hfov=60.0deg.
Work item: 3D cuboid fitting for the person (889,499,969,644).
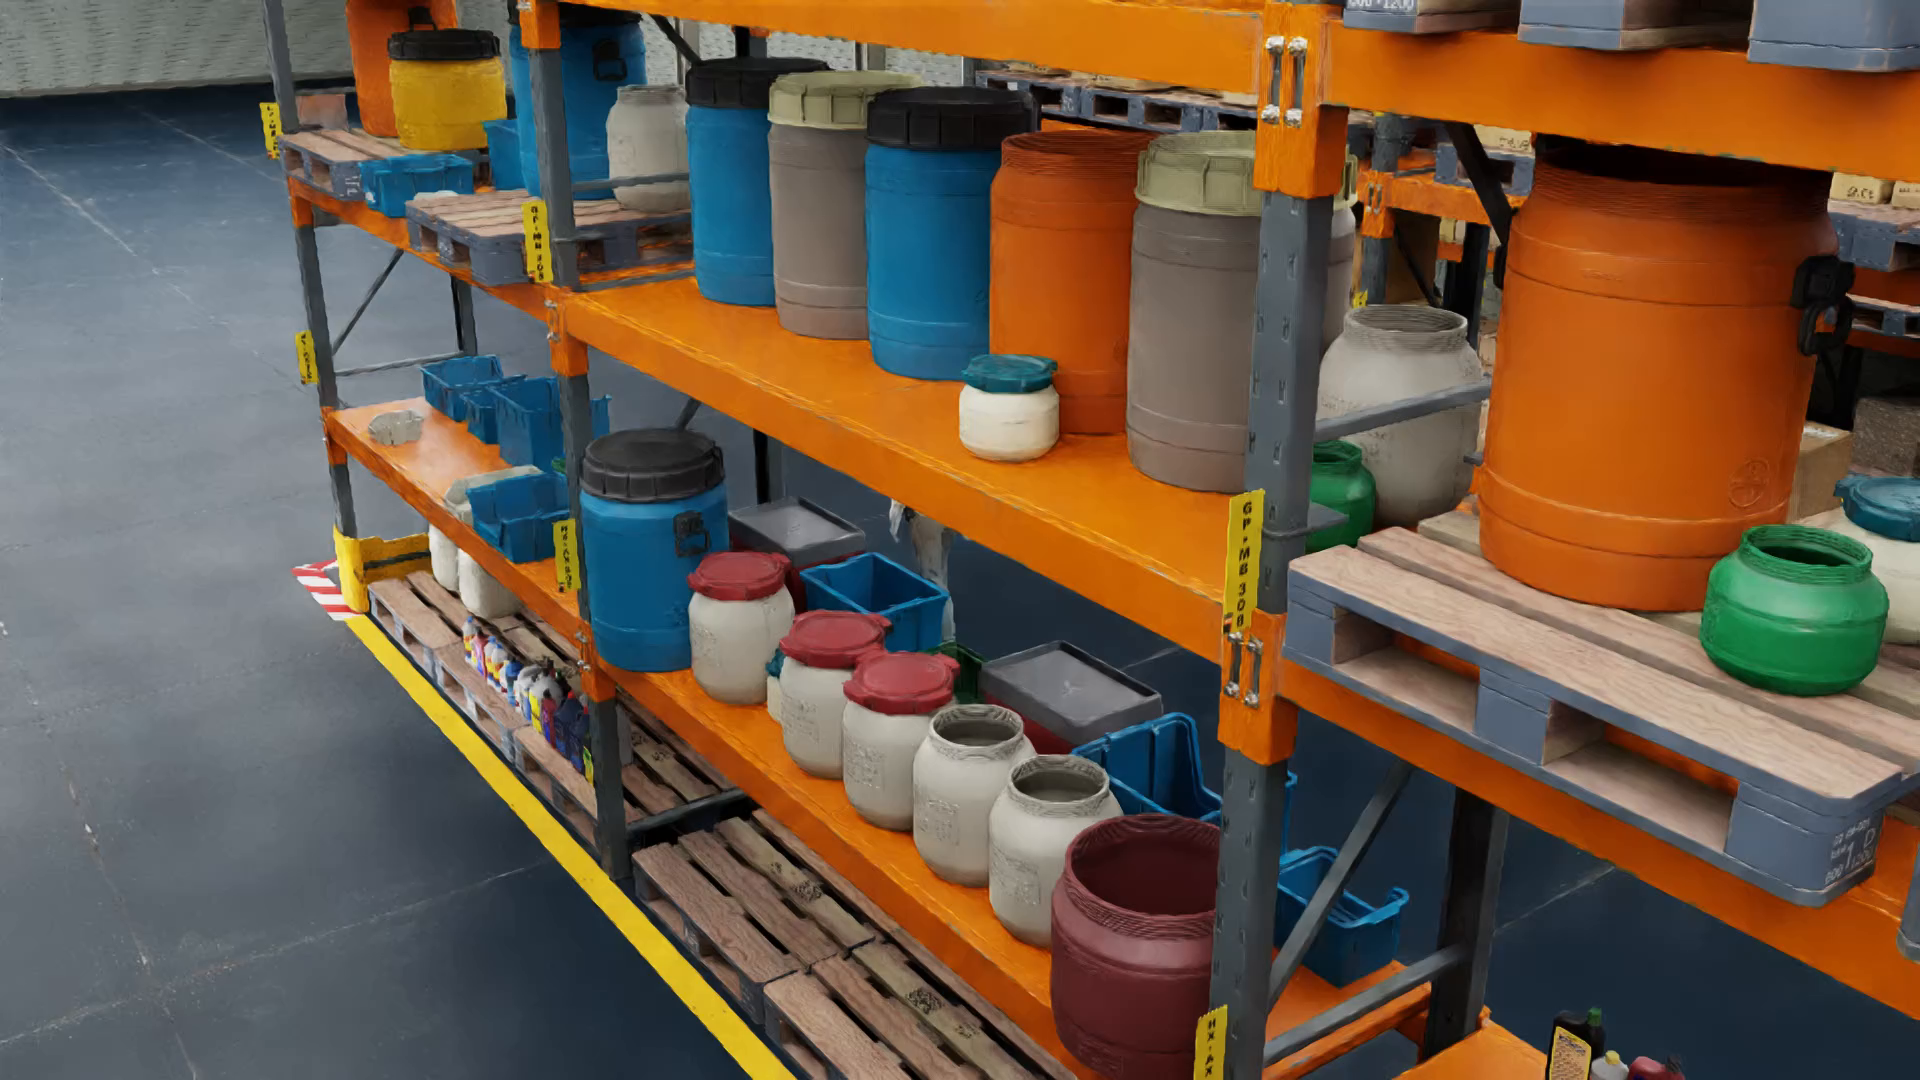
[{"bbox_3d":[-0.228,-0.165,9.935,0.482,1.674,0.686,-16,27,-35],"label":"person"}]
